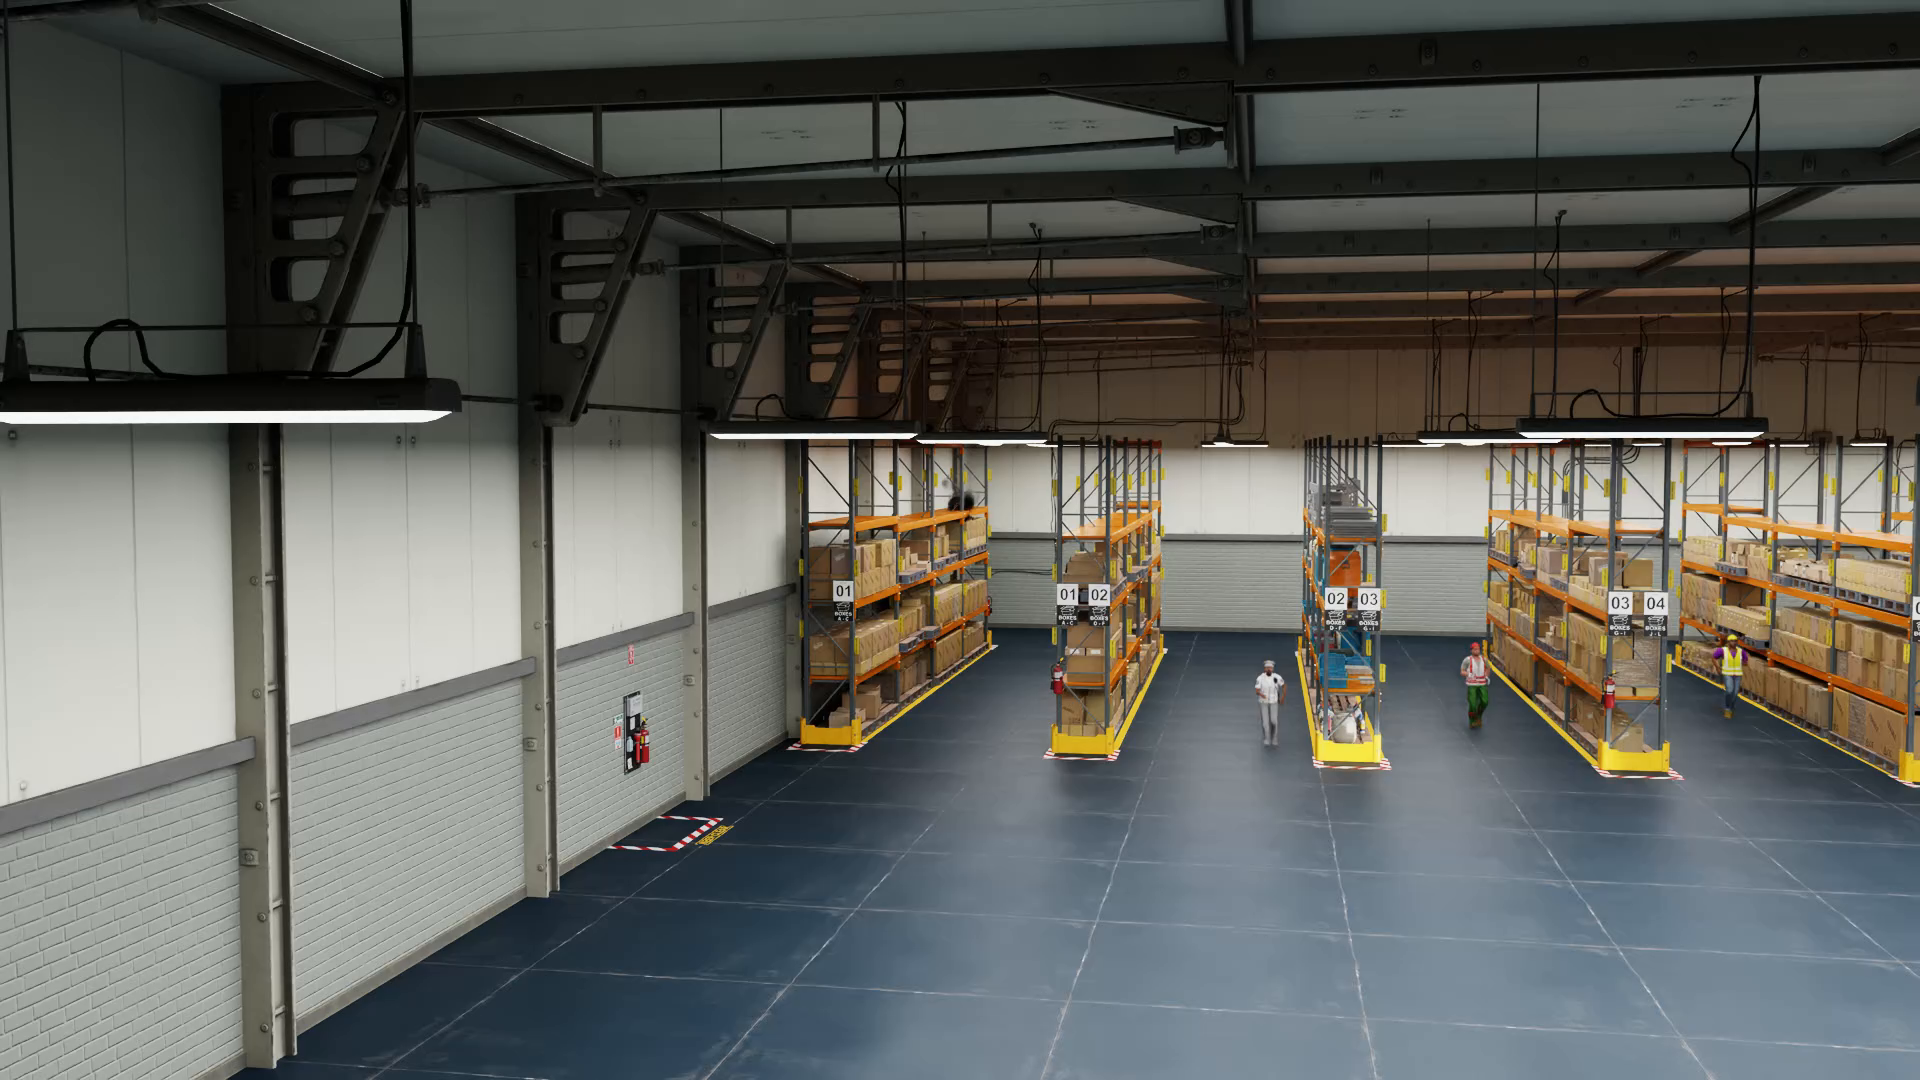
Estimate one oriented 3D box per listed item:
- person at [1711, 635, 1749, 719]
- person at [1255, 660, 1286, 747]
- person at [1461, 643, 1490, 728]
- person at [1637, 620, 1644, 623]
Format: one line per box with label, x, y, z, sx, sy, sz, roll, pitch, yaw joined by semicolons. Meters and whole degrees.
person;16.489;2.927;35.517;0.674;1.809;0.696;0;3;7
person;5.983;3.151;32.058;0.595;1.682;0.646;1;3;11
person;10.614;2.987;34.100;0.640;1.750;0.604;0;3;1
person;18.640;2.458;45.267;0.780;1.686;0.624;-1;3;-15
